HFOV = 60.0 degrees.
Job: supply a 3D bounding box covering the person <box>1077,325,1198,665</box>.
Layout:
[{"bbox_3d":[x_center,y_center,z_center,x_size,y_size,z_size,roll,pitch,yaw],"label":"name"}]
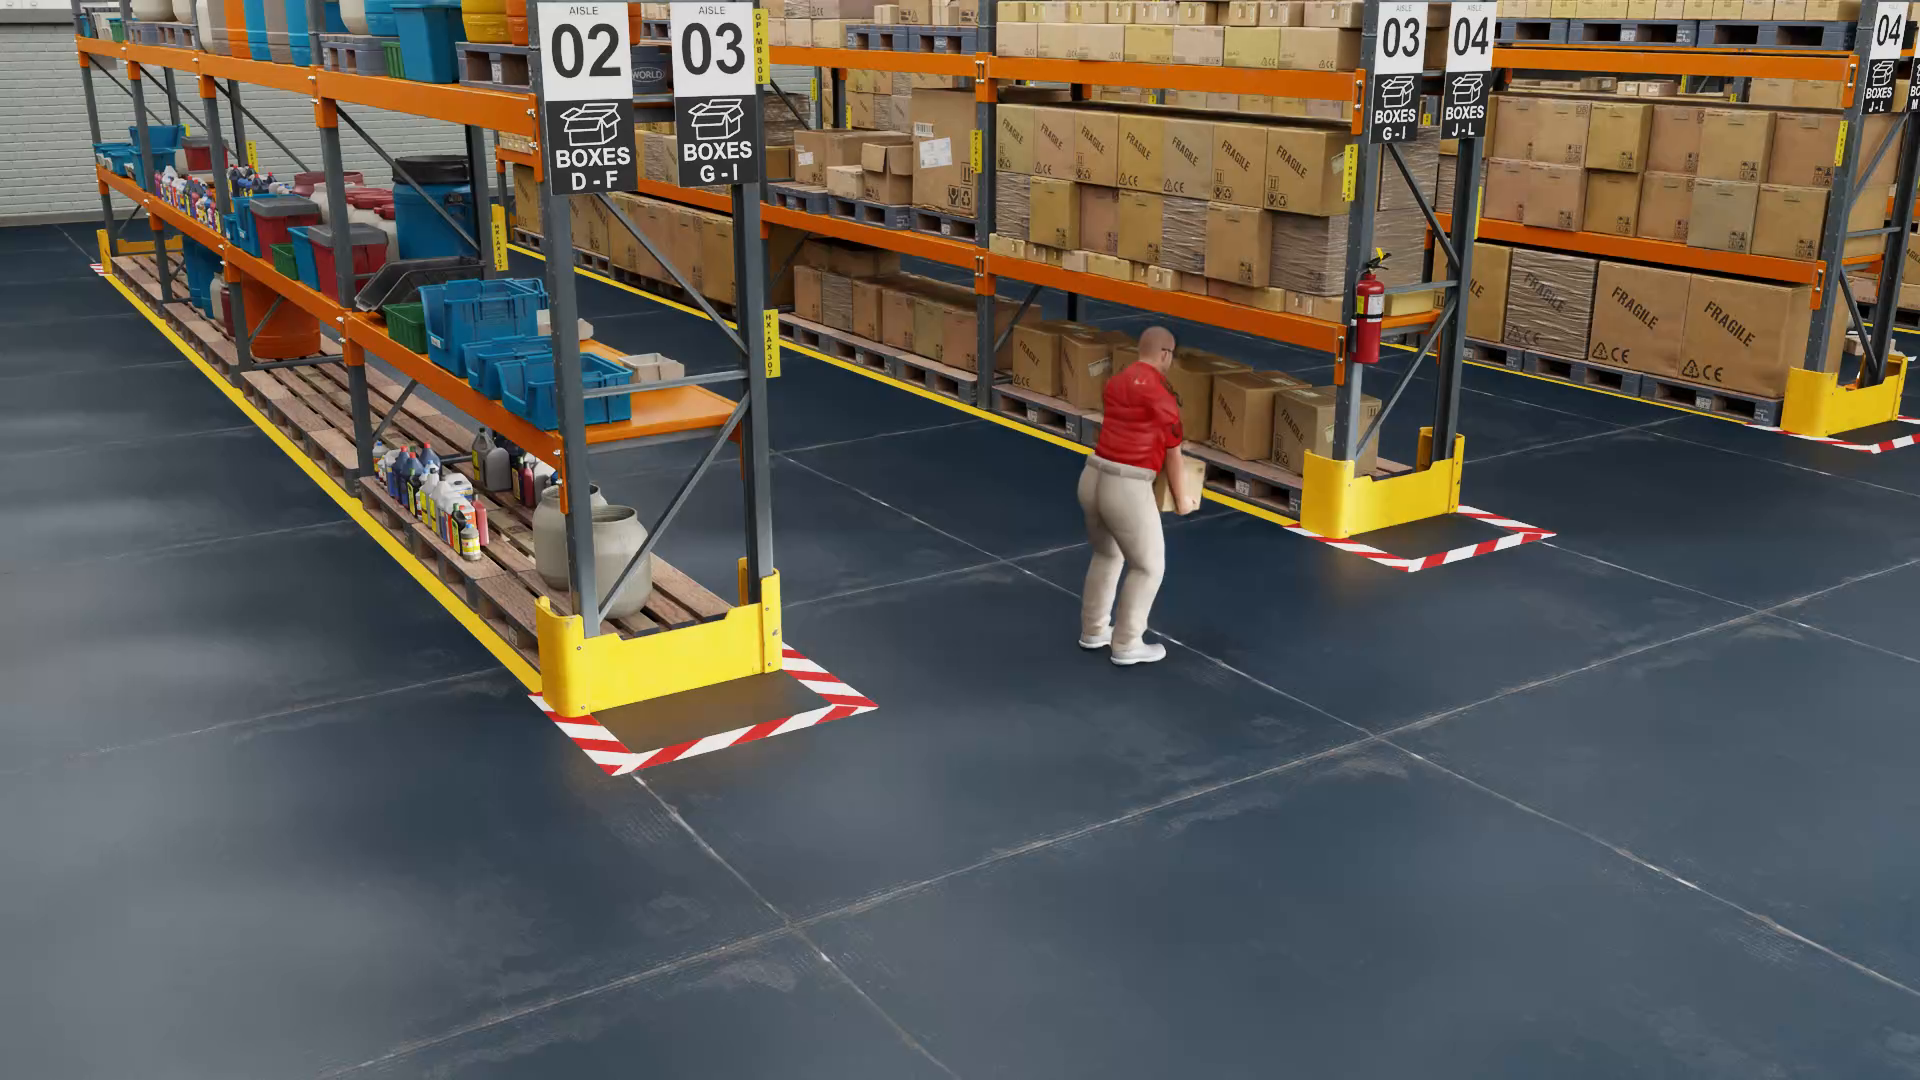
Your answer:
[{"bbox_3d":[0.882,-0.235,8.393,0.590,1.684,0.481,-12,21,-32],"label":"person"}]
